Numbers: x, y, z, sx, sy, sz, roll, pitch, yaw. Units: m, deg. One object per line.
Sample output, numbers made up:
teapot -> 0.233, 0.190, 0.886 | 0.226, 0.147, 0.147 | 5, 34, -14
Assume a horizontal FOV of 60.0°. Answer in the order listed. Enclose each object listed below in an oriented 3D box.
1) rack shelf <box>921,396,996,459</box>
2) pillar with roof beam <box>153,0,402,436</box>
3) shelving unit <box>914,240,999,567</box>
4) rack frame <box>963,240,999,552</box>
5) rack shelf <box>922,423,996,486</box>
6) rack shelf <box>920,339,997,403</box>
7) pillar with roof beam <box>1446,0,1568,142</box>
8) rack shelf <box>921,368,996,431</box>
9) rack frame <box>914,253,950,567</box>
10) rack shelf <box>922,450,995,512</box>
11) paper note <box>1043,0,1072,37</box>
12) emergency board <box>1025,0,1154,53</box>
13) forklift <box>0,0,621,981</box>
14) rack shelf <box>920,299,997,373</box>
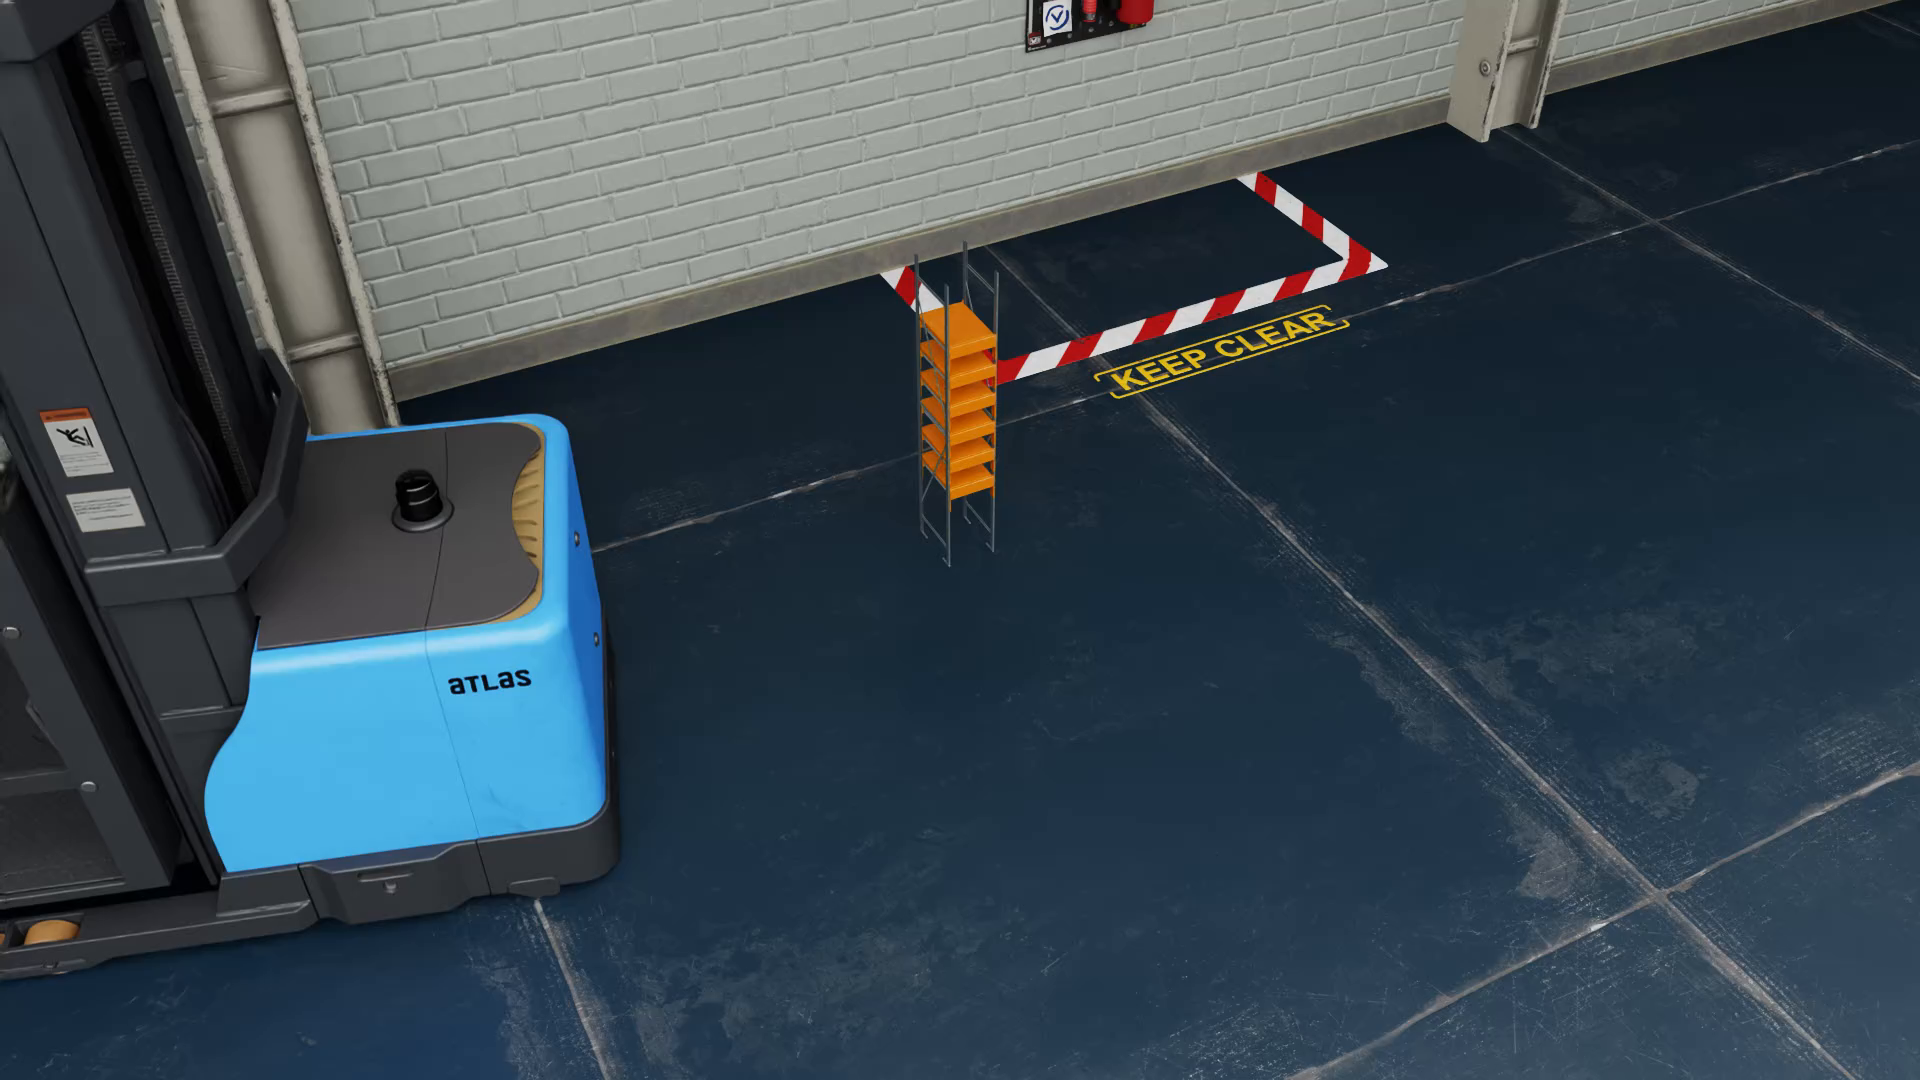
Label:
rack shelf -> -0.013, -0.420, 5.886 | 0.180, 0.103, 0.258 | -19, 44, -21
pillar with roof beam -> -0.502, -1.405, 0.945 | 0.400, 9.000, 9.100 | -19, 44, -21
shelving unit -> -0.013, -0.454, 5.857 | 0.189, 1.200, 0.258 | -19, 44, -21
rack frame -> 0.068, -0.481, 5.890 | 0.006, 1.200, 0.240 | -19, 44, -21
rack shelf -> -0.013, -0.328, 5.963 | 0.180, 0.103, 0.258 | -19, 44, -21
rack shelf -> -0.013, -0.603, 5.731 | 0.180, 0.103, 0.258 | -19, 44, -21
pillar with roof beam -> 4.819, -3.196, 3.061 | 0.400, 9.000, 9.100 | -19, 44, -21
rack shelf -> -0.013, -0.511, 5.808 | 0.180, 0.103, 0.258 | -19, 44, -21
rack frame -> -0.094, -0.426, 5.825 | 0.006, 1.200, 0.240 | -19, 44, -21
rack shelf -> -0.013, -0.237, 6.041 | 0.180, 0.103, 0.258 | -19, 44, -21
paper note -> 0.432, -2.308, 7.337 | 0.142, 0.148, 0.016 | -19, 44, -21
emergency board -> 0.621, -2.658, 7.068 | 0.643, 1.169, 0.194 | -19, 44, -21
forklift -> -2.592, -0.220, 4.242 | 3.031, 2.935, 1.130 | -7, 41, -8
rack shelf -> -0.013, -0.694, 5.653 | 0.180, 0.103, 0.258 | -19, 44, -21
